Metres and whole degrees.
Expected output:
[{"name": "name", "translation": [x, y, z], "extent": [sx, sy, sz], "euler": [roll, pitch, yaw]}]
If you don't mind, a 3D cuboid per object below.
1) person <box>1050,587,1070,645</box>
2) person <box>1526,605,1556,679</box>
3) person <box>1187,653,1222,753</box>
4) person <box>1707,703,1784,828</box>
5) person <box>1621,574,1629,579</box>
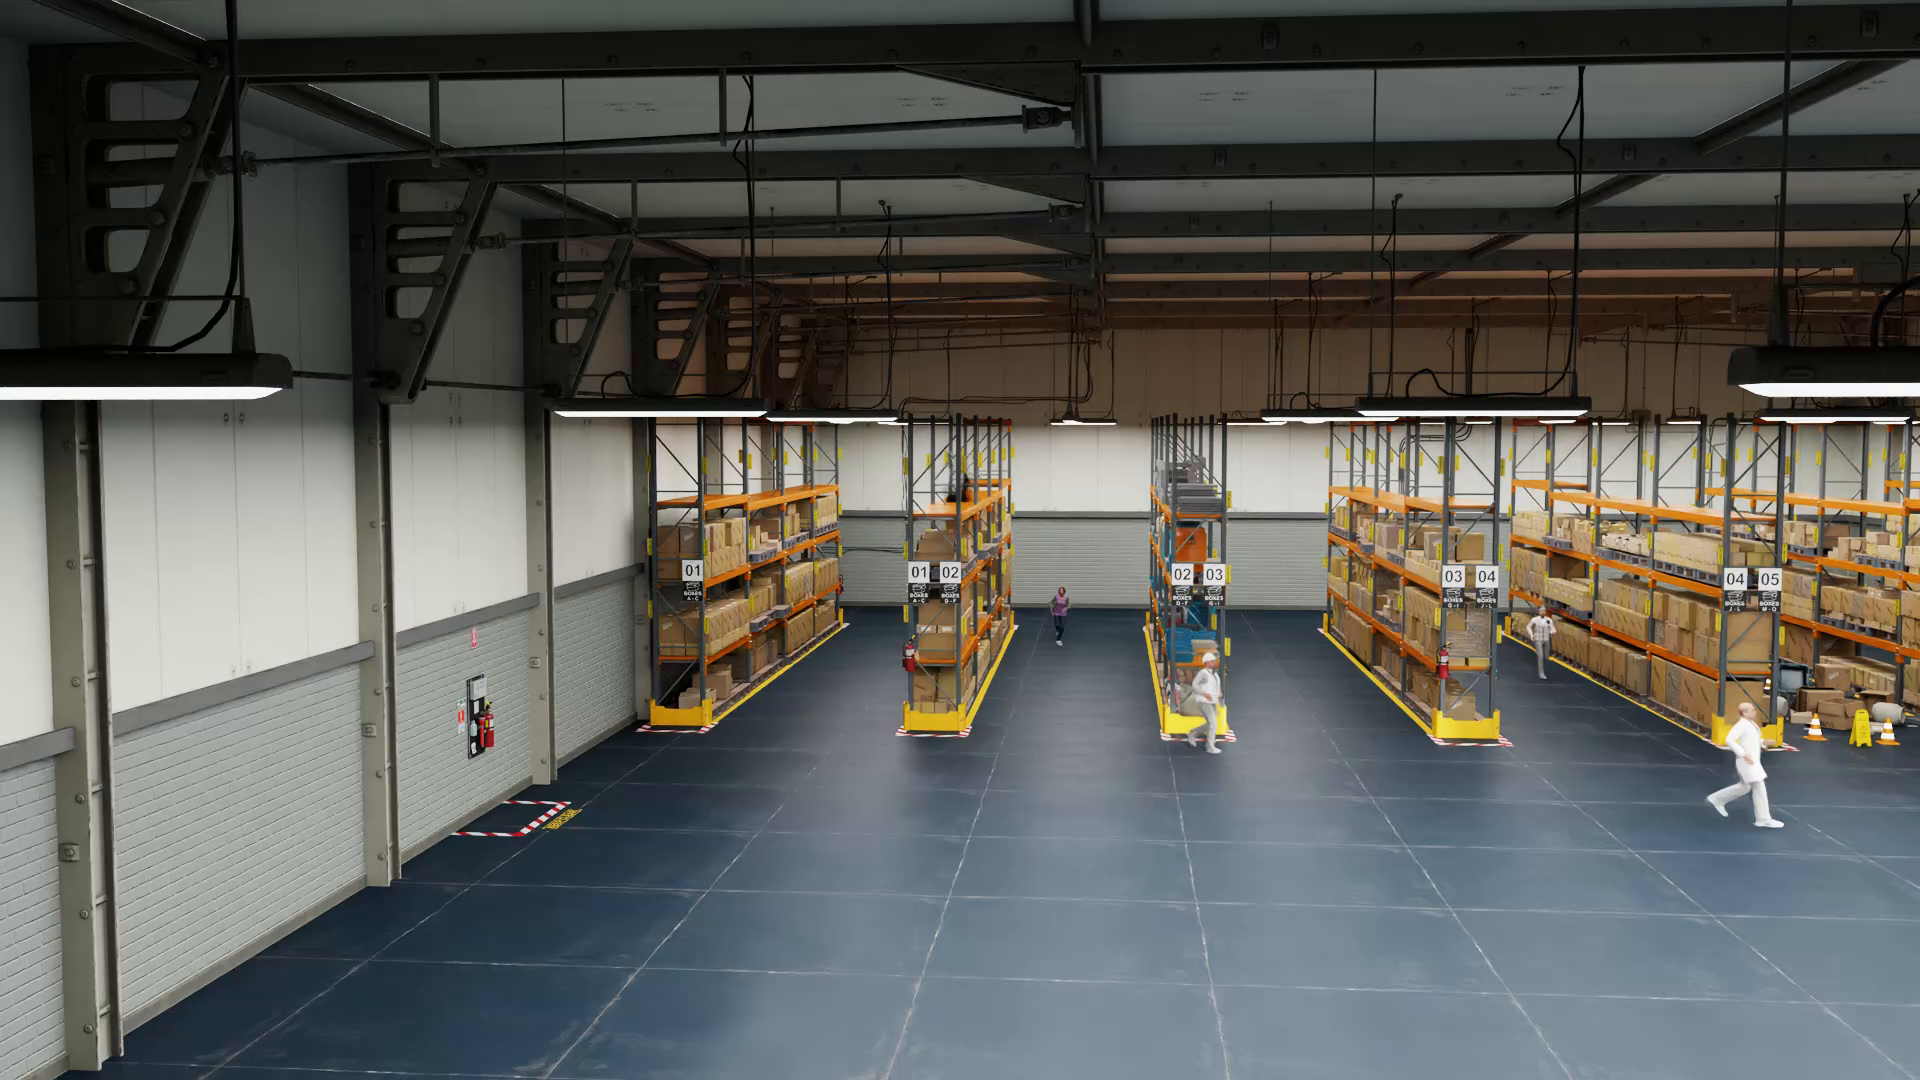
[{"name": "person", "translation": [2.641, 2.103, 43.909], "extent": [0.534, 1.345, 0.579], "euler": [0, 4, 1]}, {"name": "person", "translation": [13.337, 2.312, 38.126], "extent": [0.624, 1.669, 0.855], "euler": [0, 4, 5]}, {"name": "person", "translation": [4.391, 2.882, 29.569], "extent": [0.738, 1.744, 0.690], "euler": [3, 5, 37]}, {"name": "person", "translation": [11.311, 3.213, 23.922], "extent": [1.035, 1.754, 0.713], "euler": [2, 5, 32]}, {"name": "person", "translation": [18.841, 1.757, 47.163], "extent": [0.567, 1.612, 0.575], "euler": [0, 4, 1]}]
